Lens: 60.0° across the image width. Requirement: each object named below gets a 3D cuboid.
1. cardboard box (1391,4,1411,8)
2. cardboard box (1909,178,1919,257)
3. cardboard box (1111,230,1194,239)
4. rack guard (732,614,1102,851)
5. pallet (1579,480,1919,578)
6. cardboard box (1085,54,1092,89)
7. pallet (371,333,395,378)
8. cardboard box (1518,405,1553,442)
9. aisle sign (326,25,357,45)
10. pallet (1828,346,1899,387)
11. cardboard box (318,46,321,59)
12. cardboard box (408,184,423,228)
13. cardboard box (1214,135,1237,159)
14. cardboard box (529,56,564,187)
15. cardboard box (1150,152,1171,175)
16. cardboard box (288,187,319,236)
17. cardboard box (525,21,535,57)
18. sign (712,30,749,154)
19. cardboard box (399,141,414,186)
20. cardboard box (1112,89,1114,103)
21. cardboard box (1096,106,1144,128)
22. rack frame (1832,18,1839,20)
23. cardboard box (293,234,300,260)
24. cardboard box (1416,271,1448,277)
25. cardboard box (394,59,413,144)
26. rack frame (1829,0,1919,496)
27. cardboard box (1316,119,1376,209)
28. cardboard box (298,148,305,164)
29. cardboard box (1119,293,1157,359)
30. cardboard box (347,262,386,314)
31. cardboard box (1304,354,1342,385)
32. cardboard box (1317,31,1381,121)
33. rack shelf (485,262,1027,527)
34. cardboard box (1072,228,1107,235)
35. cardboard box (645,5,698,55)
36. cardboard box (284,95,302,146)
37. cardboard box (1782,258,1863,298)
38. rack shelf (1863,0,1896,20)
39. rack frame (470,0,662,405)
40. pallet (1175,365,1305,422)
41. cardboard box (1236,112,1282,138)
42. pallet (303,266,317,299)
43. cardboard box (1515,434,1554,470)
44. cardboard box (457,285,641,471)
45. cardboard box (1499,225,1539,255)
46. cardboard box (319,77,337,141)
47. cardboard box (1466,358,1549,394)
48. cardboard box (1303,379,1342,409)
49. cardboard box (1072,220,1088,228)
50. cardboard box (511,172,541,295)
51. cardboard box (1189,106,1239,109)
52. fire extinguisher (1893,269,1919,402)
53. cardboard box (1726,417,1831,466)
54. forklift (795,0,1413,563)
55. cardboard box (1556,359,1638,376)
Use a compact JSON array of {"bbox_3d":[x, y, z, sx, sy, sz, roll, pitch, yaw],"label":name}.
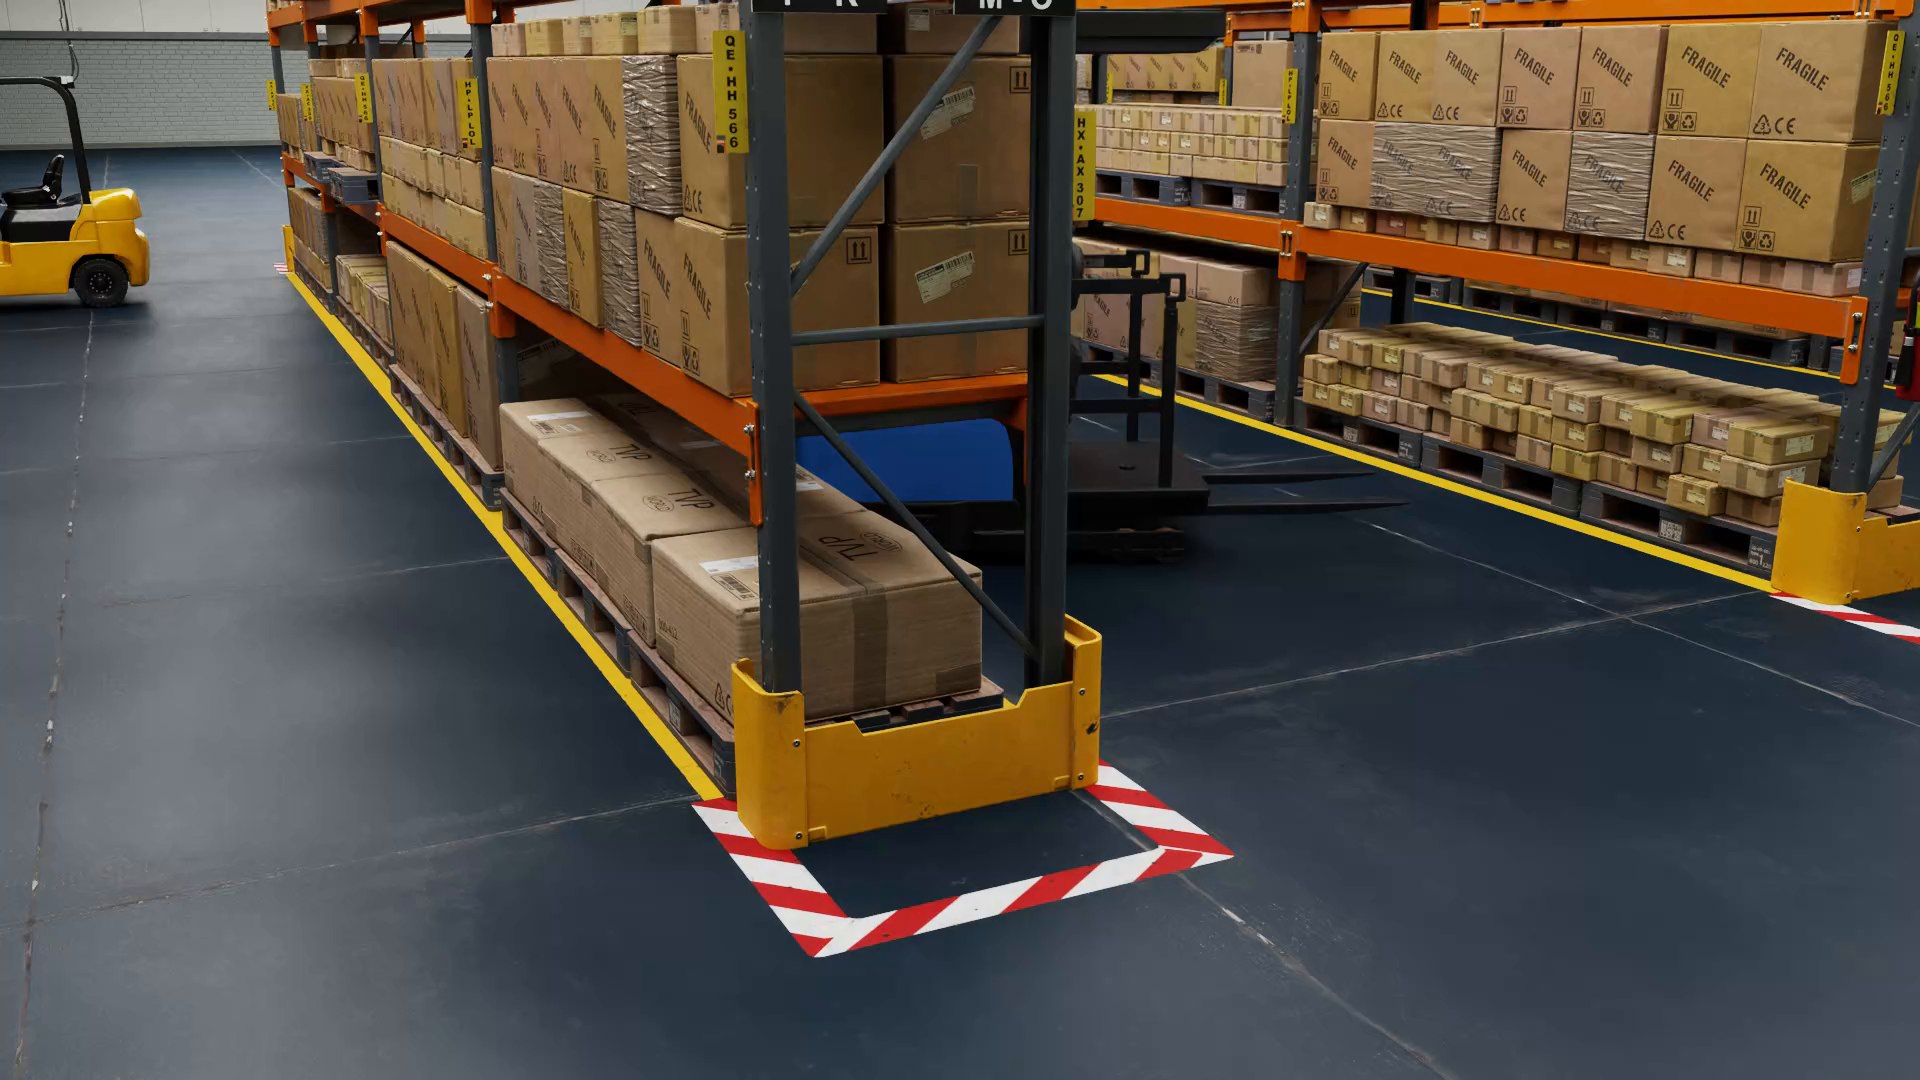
[{"bbox_3d":[4.613,-5.381,16.399,0.500,0.250,0.500,-8,18,-25],"label":"cardboard box"},{"bbox_3d":[4.324,-1.580,7.597,0.500,0.500,0.500,-7,17,-22],"label":"cardboard box"},{"bbox_3d":[1.534,-2.327,13.331,0.500,0.250,0.500,-7,18,-24],"label":"cardboard box"},{"bbox_3d":[-0.122,0.587,5.300,1.175,0.500,0.348,-8,18,-25],"label":"rack guard"},{"bbox_3d":[3.915,-0.128,8.315,1.003,0.211,1.213,-8,18,-25],"label":"pallet"},{"bbox_3d":[1.975,-6.163,21.756,0.500,0.500,0.500,-8,18,-25],"label":"cardboard box"},{"bbox_3d":[-3.978,-1.458,12.949,1.003,0.211,1.213,-8,18,-25],"label":"pallet"},{"bbox_3d":[3.222,-0.636,8.898,0.380,0.149,0.250,-7,17,-22],"label":"cardboard box"},{"bbox_3d":[-6.909,-5.888,18.618,0.394,0.787,0.004,-8,18,-25],"label":"aisle sign"},{"bbox_3d":[7.286,-1.272,12.300,1.003,0.211,1.213,-8,18,-25],"label":"pallet"},{"bbox_3d":[-6.507,-5.033,17.818,0.700,0.500,0.500,-7,18,-24],"label":"cardboard box"},{"bbox_3d":[-3.184,-2.125,10.488,0.500,0.250,0.500,-7,17,-23],"label":"cardboard box"},{"bbox_3d":[1.946,-2.662,11.243,0.380,0.149,0.250,-7,17,-22],"label":"cardboard box"},{"bbox_3d":[-1.464,-1.740,6.881,0.500,0.500,0.500,-7,18,-24],"label":"cardboard box"},{"bbox_3d":[1.595,-2.714,11.965,0.380,0.149,0.250,-7,17,-22],"label":"cardboard box"},{"bbox_3d":[-7.026,-3.590,18.185,0.500,0.500,0.500,-8,18,-27],"label":"cardboard box"},{"bbox_3d":[-1.650,-2.155,7.151,0.380,0.149,0.250,-8,18,-25],"label":"cardboard box"},{"bbox_3d":[-0.627,-1.229,4.567,0.100,0.325,0.005,-8,18,-25],"label":"sign"},{"bbox_3d":[-3.205,-2.364,10.415,0.500,0.250,0.500,-8,18,-25],"label":"cardboard box"},{"bbox_3d":[2.309,-5.728,22.051,0.875,0.500,0.500,-8,18,-25],"label":"cardboard box"},{"bbox_3d":[1.256,-3.196,12.567,0.380,0.149,0.250,-7,17,-22],"label":"cardboard box"},{"bbox_3d":[9.723,-4.401,18.147,1.000,3.000,0.127,-8,18,-25],"label":"rack frame"},{"bbox_3d":[-7.037,-3.235,18.309,0.500,0.250,0.500,-8,18,-25],"label":"cardboard box"},{"bbox_3d":[4.959,-2.976,16.916,0.700,0.500,0.500,-9,18,-28],"label":"cardboard box"},{"bbox_3d":[-3.202,-2.729,10.330,0.500,0.500,0.500,-7,17,-23],"label":"cardboard box"},{"bbox_3d":[4.273,-1.244,7.148,1.000,3.000,0.127,-8,18,-25],"label":"rack frame"},{"bbox_3d":[2.511,-2.274,10.015,0.500,0.500,0.500,-8,18,-26],"label":"cardboard box"},{"bbox_3d":[-6.483,-3.896,16.846,0.380,0.149,0.250,-7,18,-24],"label":"cardboard box"},{"bbox_3d":[1.524,-1.644,12.313,0.500,0.500,0.500,-8,18,-26],"label":"cardboard box"},{"bbox_3d":[-4.840,-2.227,14.577,0.950,0.372,0.625,-6,17,-21],"label":"cardboard box"},{"bbox_3d":[2.392,-1.082,10.450,0.380,0.149,0.250,-7,17,-22],"label":"cardboard box"},{"bbox_3d":[2.499,-2.766,9.919,0.500,0.500,0.500,-7,18,-24],"label":"cardboard box"},{"bbox_3d":[-1.009,-0.771,6.803,1.077,0.370,4.000,-8,18,-25],"label":"rack shelf"},{"bbox_3d":[0.853,-2.388,13.546,0.500,0.250,0.500,-9,18,-27],"label":"cardboard box"},{"bbox_3d":[-0.791,-1.640,5.357,0.380,0.149,0.250,-8,18,-25],"label":"cardboard box"},{"bbox_3d":[-6.730,-4.374,17.334,0.500,0.500,0.500,-8,18,-26],"label":"cardboard box"},{"bbox_3d":[3.876,-1.170,7.345,0.380,0.149,0.250,-8,18,-25],"label":"cardboard box"},{"bbox_3d":[7.900,-3.410,10.563,1.077,0.370,4.000,-8,18,-25],"label":"rack shelf"},{"bbox_3d":[-1.885,-1.613,8.432,1.000,3.000,0.127,-8,18,-25],"label":"rack frame"},{"bbox_3d":[2.178,-1.088,11.661,1.003,0.211,1.213,-8,18,-25],"label":"pallet"},{"bbox_3d":[2.051,-2.745,10.995,0.380,0.149,0.250,-8,18,-27],"label":"cardboard box"},{"bbox_3d":[-6.254,-2.721,17.350,1.003,0.211,1.213,-8,18,-25],"label":"pallet"},{"bbox_3d":[3.223,-0.494,8.941,0.380,0.149,0.250,-7,18,-24],"label":"cardboard box"},{"bbox_3d":[-2.229,-0.937,9.169,0.875,0.875,0.875,-7,17,-23],"label":"cardboard box"},{"bbox_3d":[3.130,-1.624,8.927,0.380,0.149,0.250,-7,17,-23],"label":"cardboard box"},{"bbox_3d":[-5.018,-3.590,13.841,0.500,0.500,0.500,-8,18,-25],"label":"cardboard box"},{"bbox_3d":[3.074,-0.918,9.341,0.380,0.149,0.250,-8,18,-27],"label":"cardboard box"},{"bbox_3d":[2.391,-0.938,10.489,0.380,0.149,0.250,-9,18,-27],"label":"cardboard box"},{"bbox_3d":[0.582,-2.510,14.877,1.050,0.750,0.750,-8,18,-26],"label":"cardboard box"},{"bbox_3d":[-1.698,-1.387,7.466,0.500,0.500,0.500,-8,18,-25],"label":"cardboard box"},{"bbox_3d":[1.959,-3.208,12.606,0.380,0.149,0.250,-7,17,-22],"label":"cardboard box"},{"bbox_3d":[3.968,-0.909,6.798,0.296,0.674,0.183,-8,18,-25],"label":"fire extinguisher"},{"bbox_3d":[3.813,-0.462,7.752,0.380,0.149,0.250,-7,18,-24],"label":"cardboard box"},{"bbox_3d":[0.670,-1.444,7.969,3.031,2.935,1.130,-1,16,-3],"label":"forklift"},{"bbox_3d":[3.558,-0.907,9.303,0.380,0.149,0.250,-8,18,-25],"label":"cardboard box"}]
